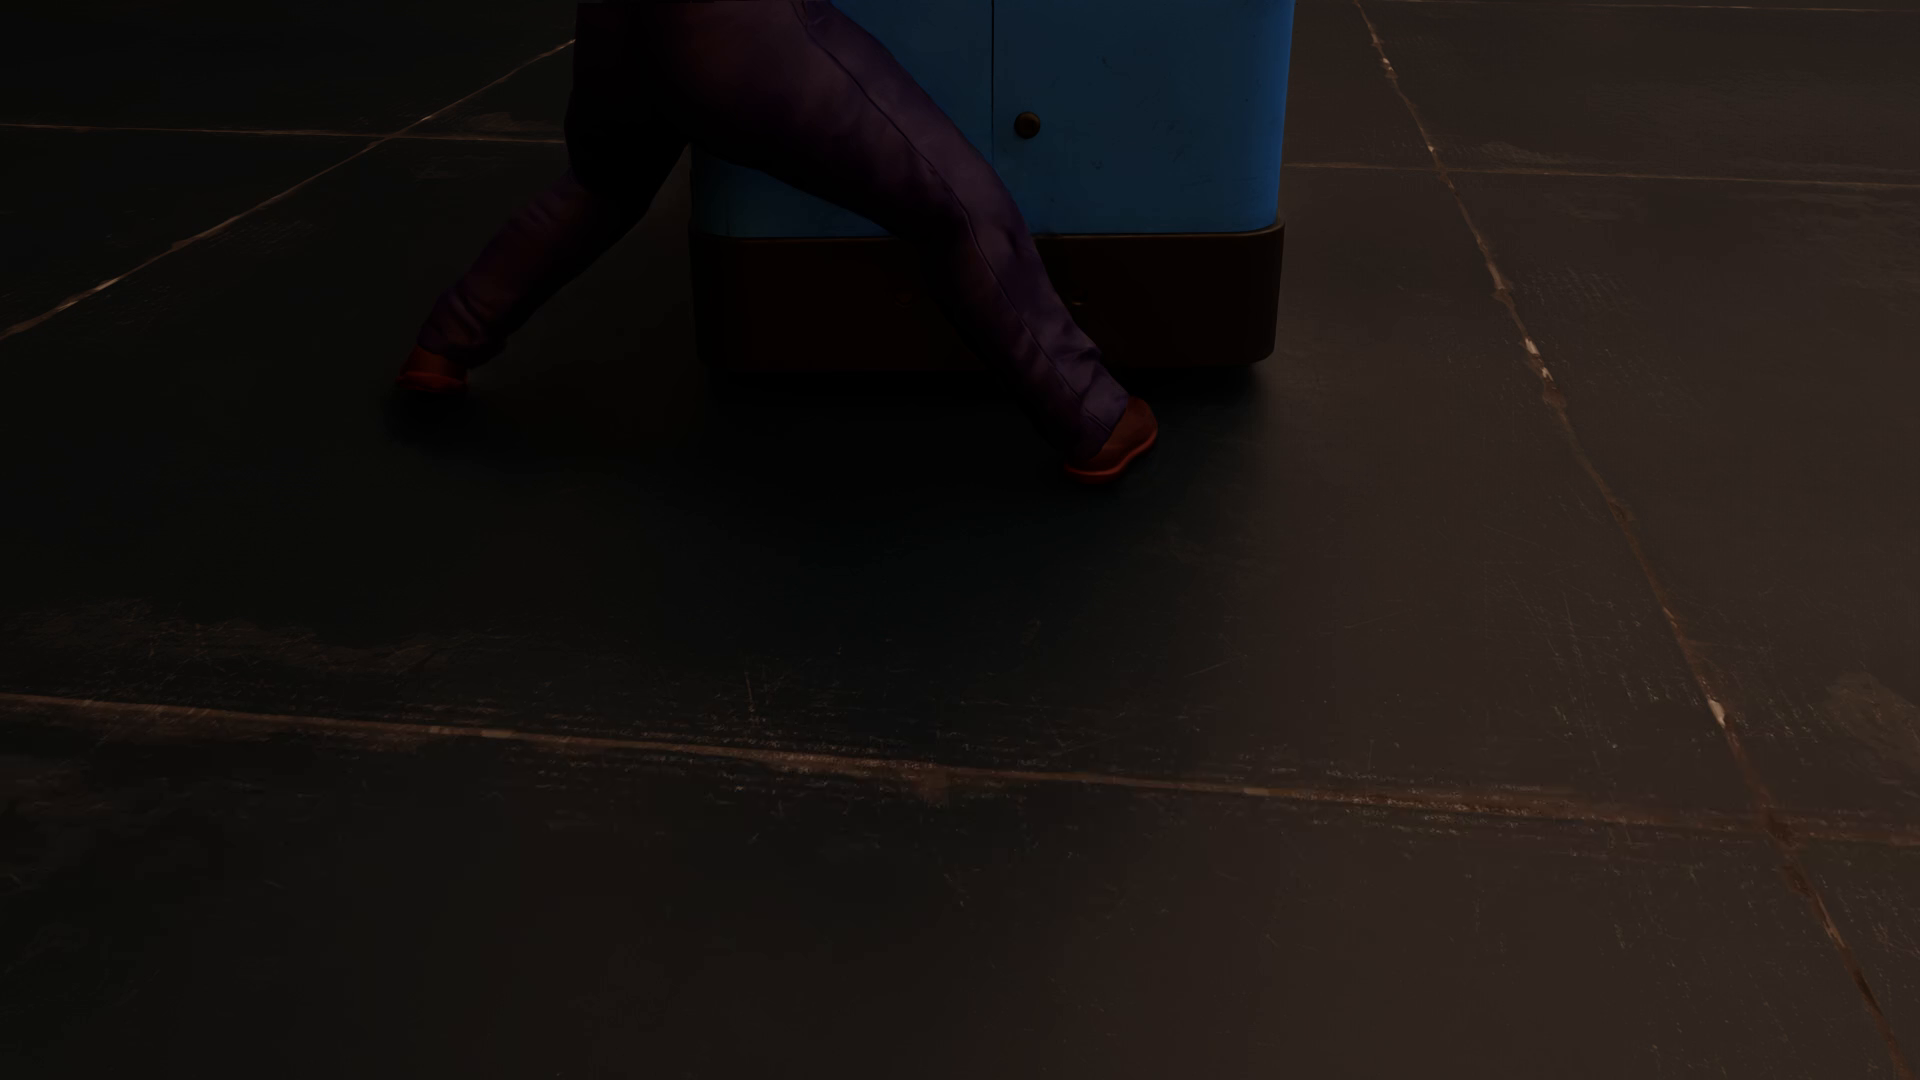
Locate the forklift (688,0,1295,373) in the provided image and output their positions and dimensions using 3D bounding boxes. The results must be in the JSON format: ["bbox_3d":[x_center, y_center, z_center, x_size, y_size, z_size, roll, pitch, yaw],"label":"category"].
[{"bbox_3d":[-0.008,-2.223,3.673,1.130,2.935,3.031,-1,27,-2],"label":"forklift"}]

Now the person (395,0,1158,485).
[{"bbox_3d":[-0.340,-0.851,2.580,1.234,1.463,0.892,24,35,39],"label":"person"}]
